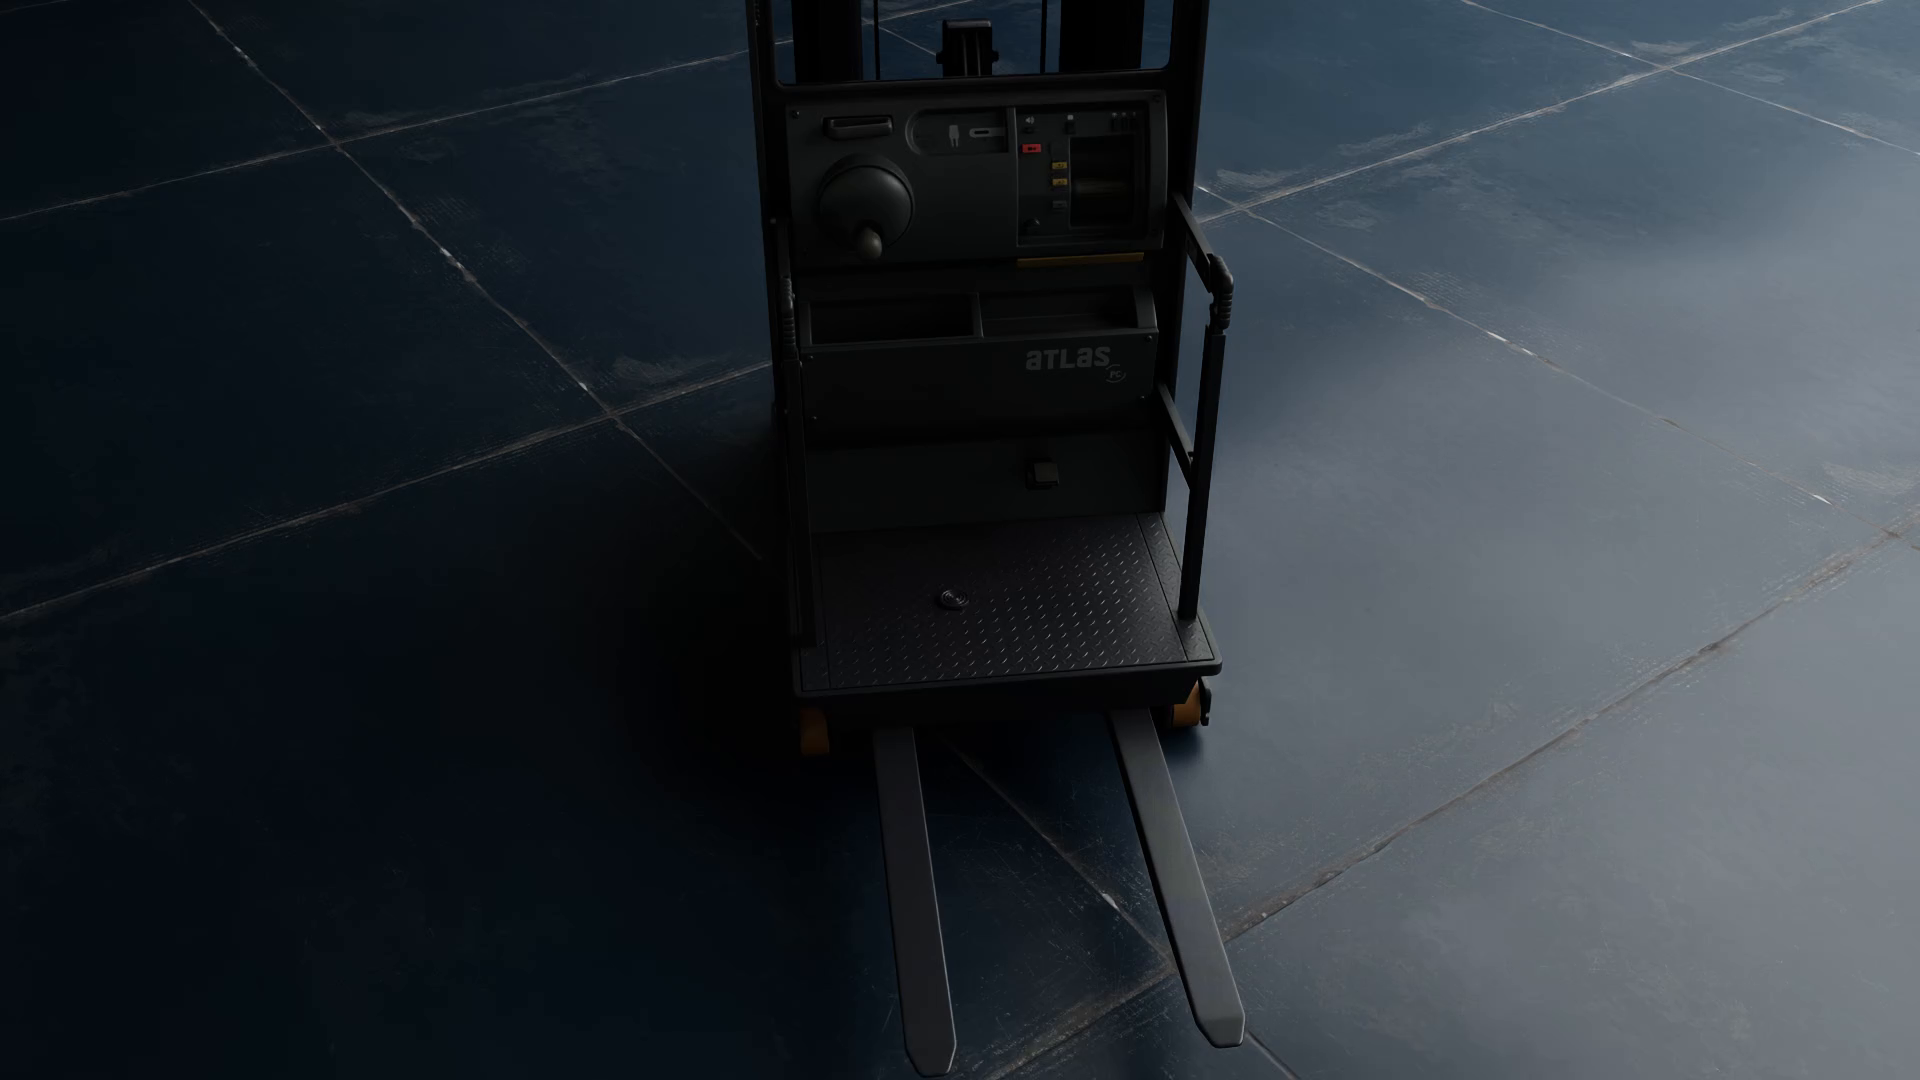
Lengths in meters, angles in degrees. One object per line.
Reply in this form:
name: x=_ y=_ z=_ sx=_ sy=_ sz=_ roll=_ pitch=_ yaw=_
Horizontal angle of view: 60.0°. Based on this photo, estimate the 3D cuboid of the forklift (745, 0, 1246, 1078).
forklift: x=0.073 y=-0.825 z=3.887 sx=1.130 sy=2.935 sz=3.031 roll=-4 pitch=36 yaw=-5
